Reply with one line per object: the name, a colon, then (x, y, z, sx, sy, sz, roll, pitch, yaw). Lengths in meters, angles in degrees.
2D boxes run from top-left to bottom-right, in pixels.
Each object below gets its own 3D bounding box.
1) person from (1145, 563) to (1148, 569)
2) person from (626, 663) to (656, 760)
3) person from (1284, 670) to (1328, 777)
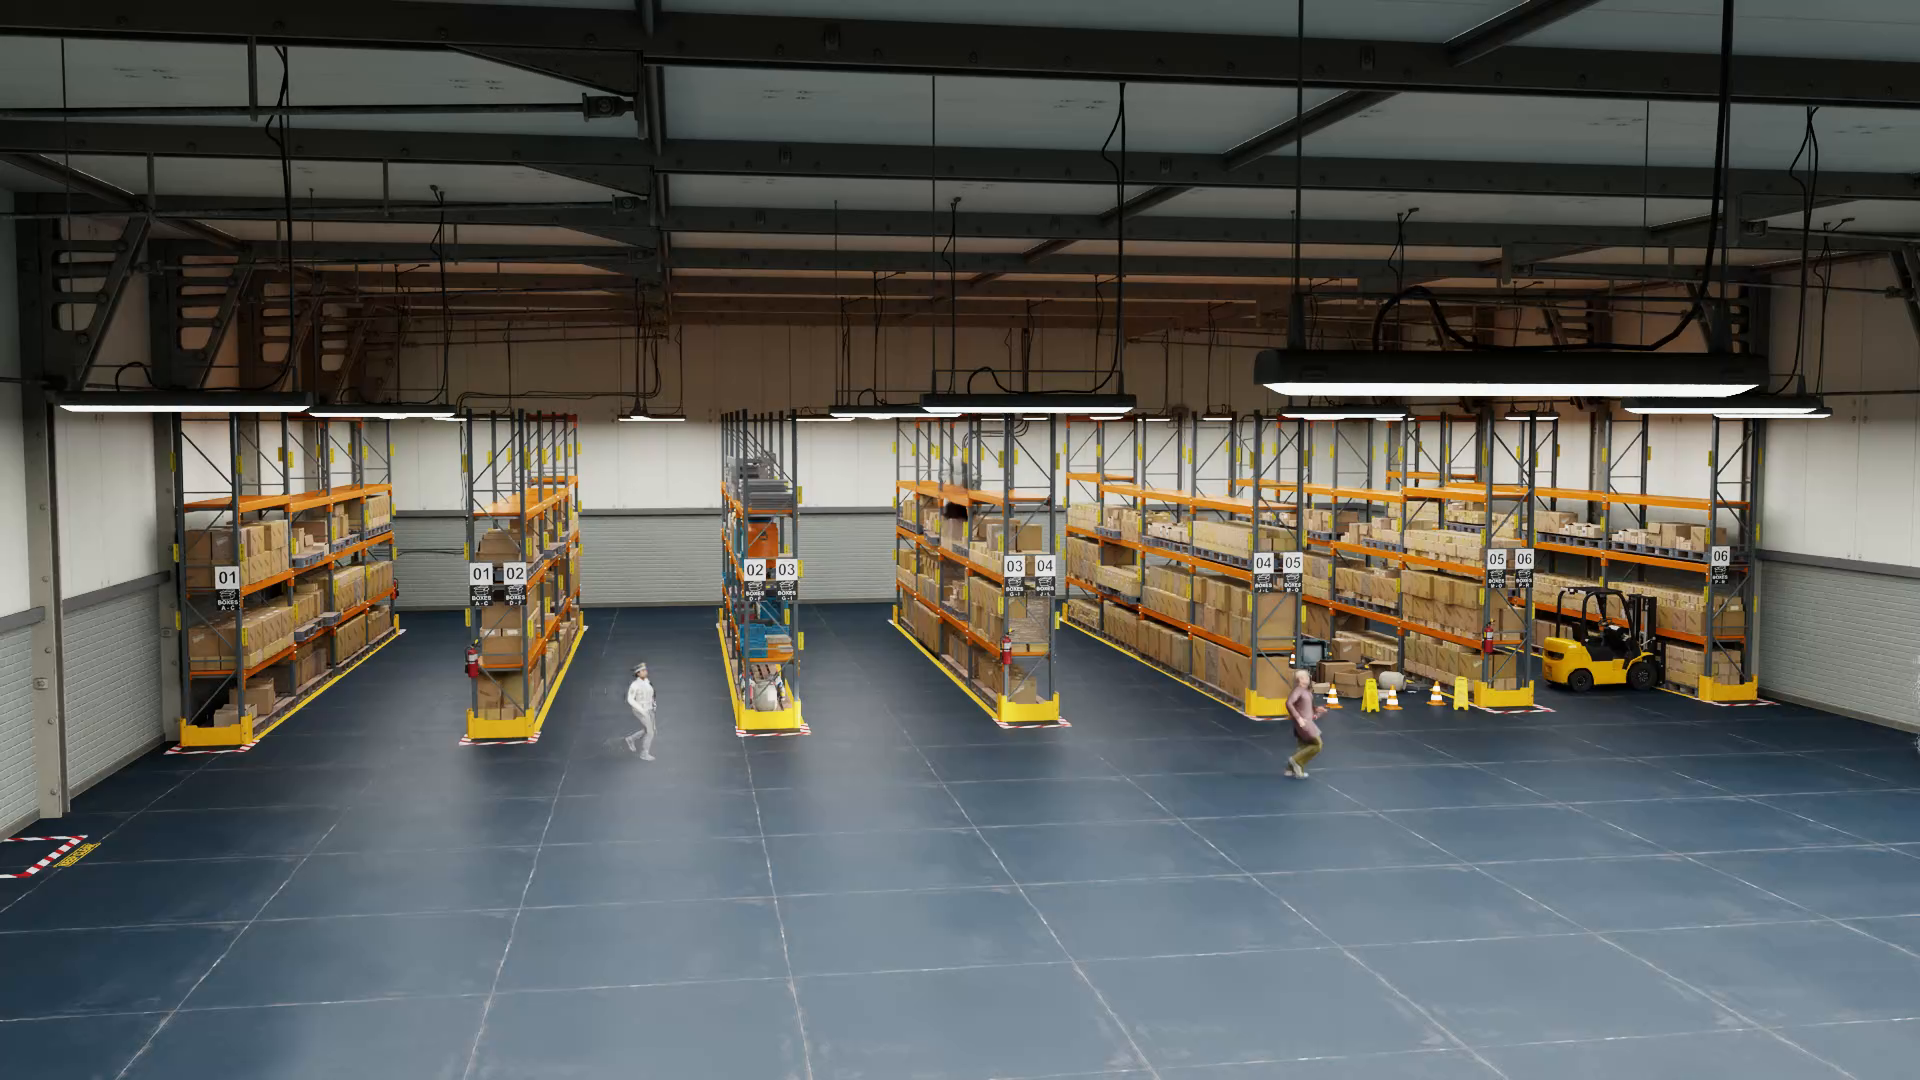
person: (5.401, 1.520, 48.568, 0.695, 1.691, 0.641, -1, 4, -12)
person: (-5.462, 2.920, 28.413, 0.542, 1.675, 0.616, 1, 4, 19)
person: (5.575, 2.973, 26.793, 0.672, 1.740, 0.690, 1, 4, 15)
